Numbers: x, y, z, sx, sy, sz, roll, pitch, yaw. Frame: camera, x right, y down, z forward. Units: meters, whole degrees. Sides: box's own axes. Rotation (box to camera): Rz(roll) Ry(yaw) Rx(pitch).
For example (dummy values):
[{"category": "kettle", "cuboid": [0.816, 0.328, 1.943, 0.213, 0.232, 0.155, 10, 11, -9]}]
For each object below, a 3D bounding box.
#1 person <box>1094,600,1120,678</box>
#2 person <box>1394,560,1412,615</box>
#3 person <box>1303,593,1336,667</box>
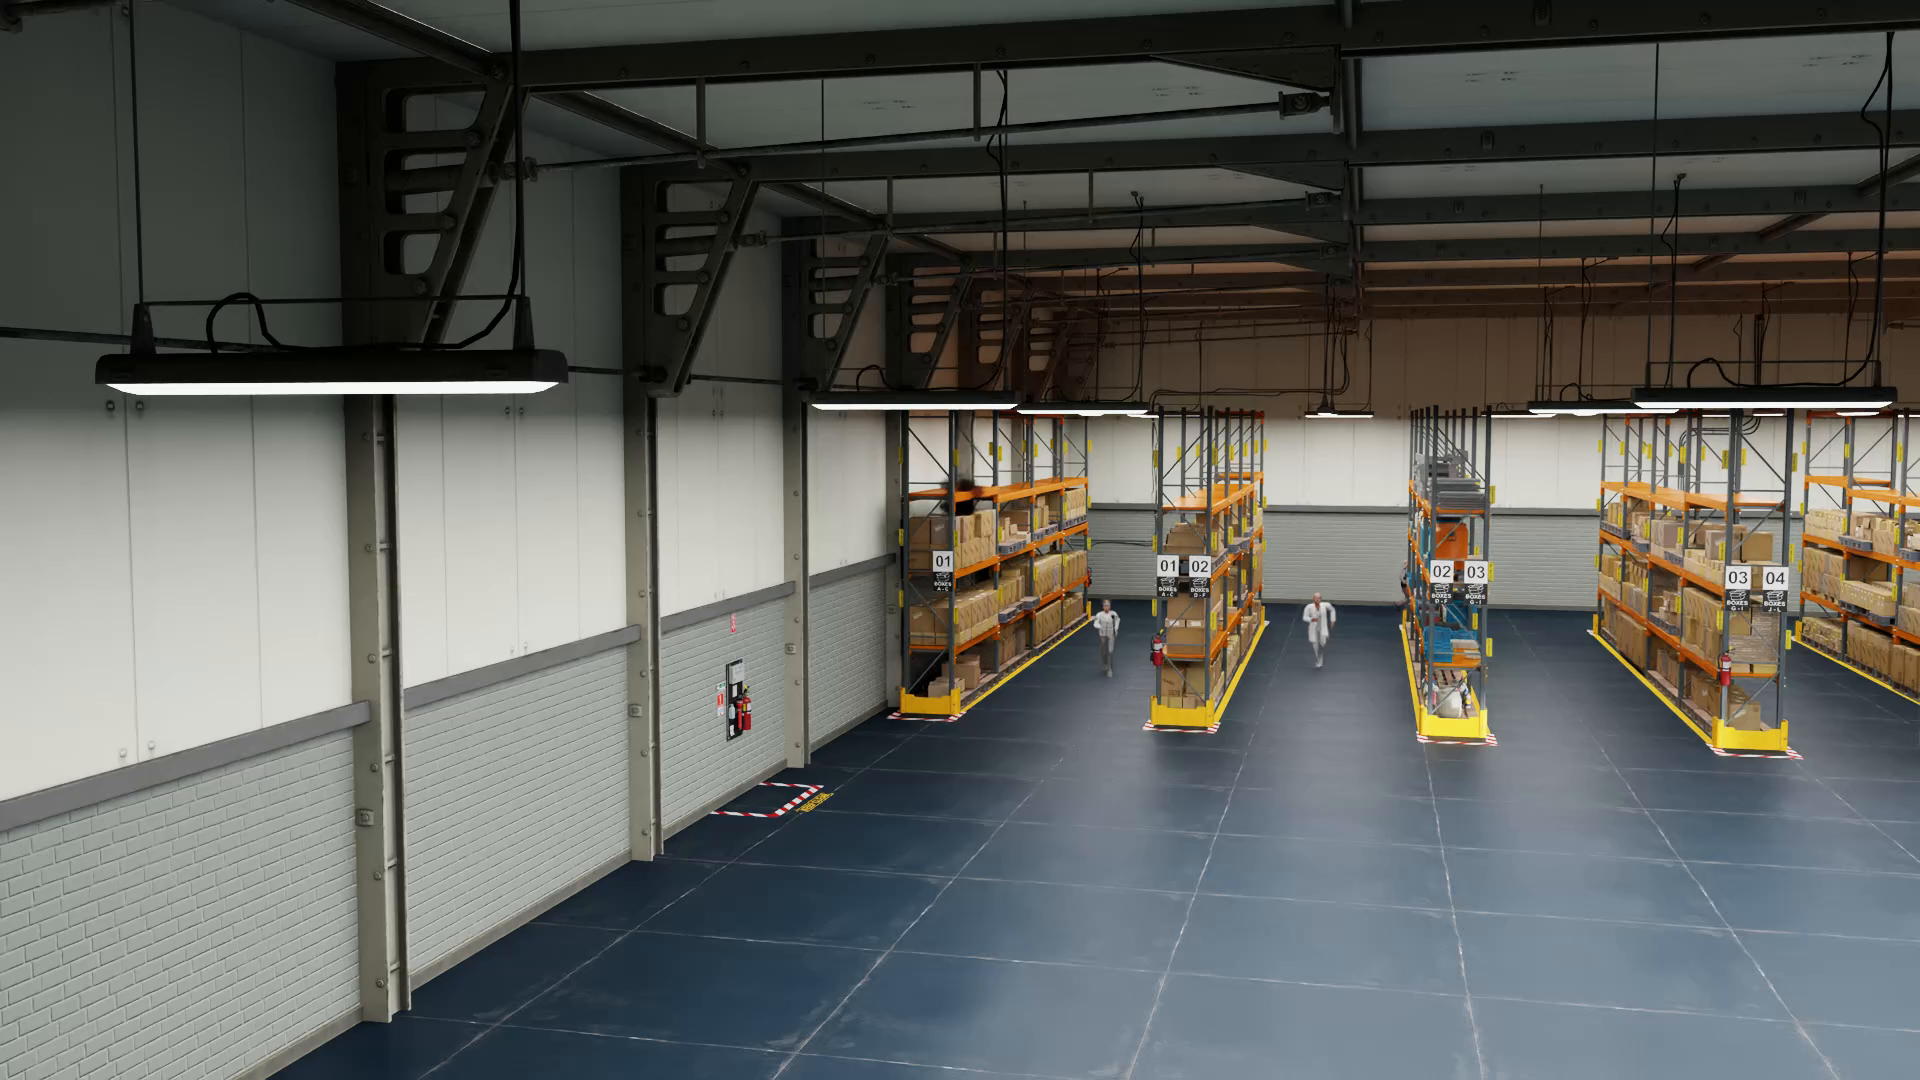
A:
[{"category": "person", "cuboid": [3.301, 2.189, 37.473, 0.562, 1.713, 0.824, 1, 4, 9]}, {"category": "person", "cuboid": [13.012, 1.448, 48.536, 0.625, 1.611, 0.622, 2, 5, 30]}, {"category": "person", "cuboid": [8.302, 2.091, 38.416, 0.759, 1.726, 0.794, 1, 4, 9]}]
